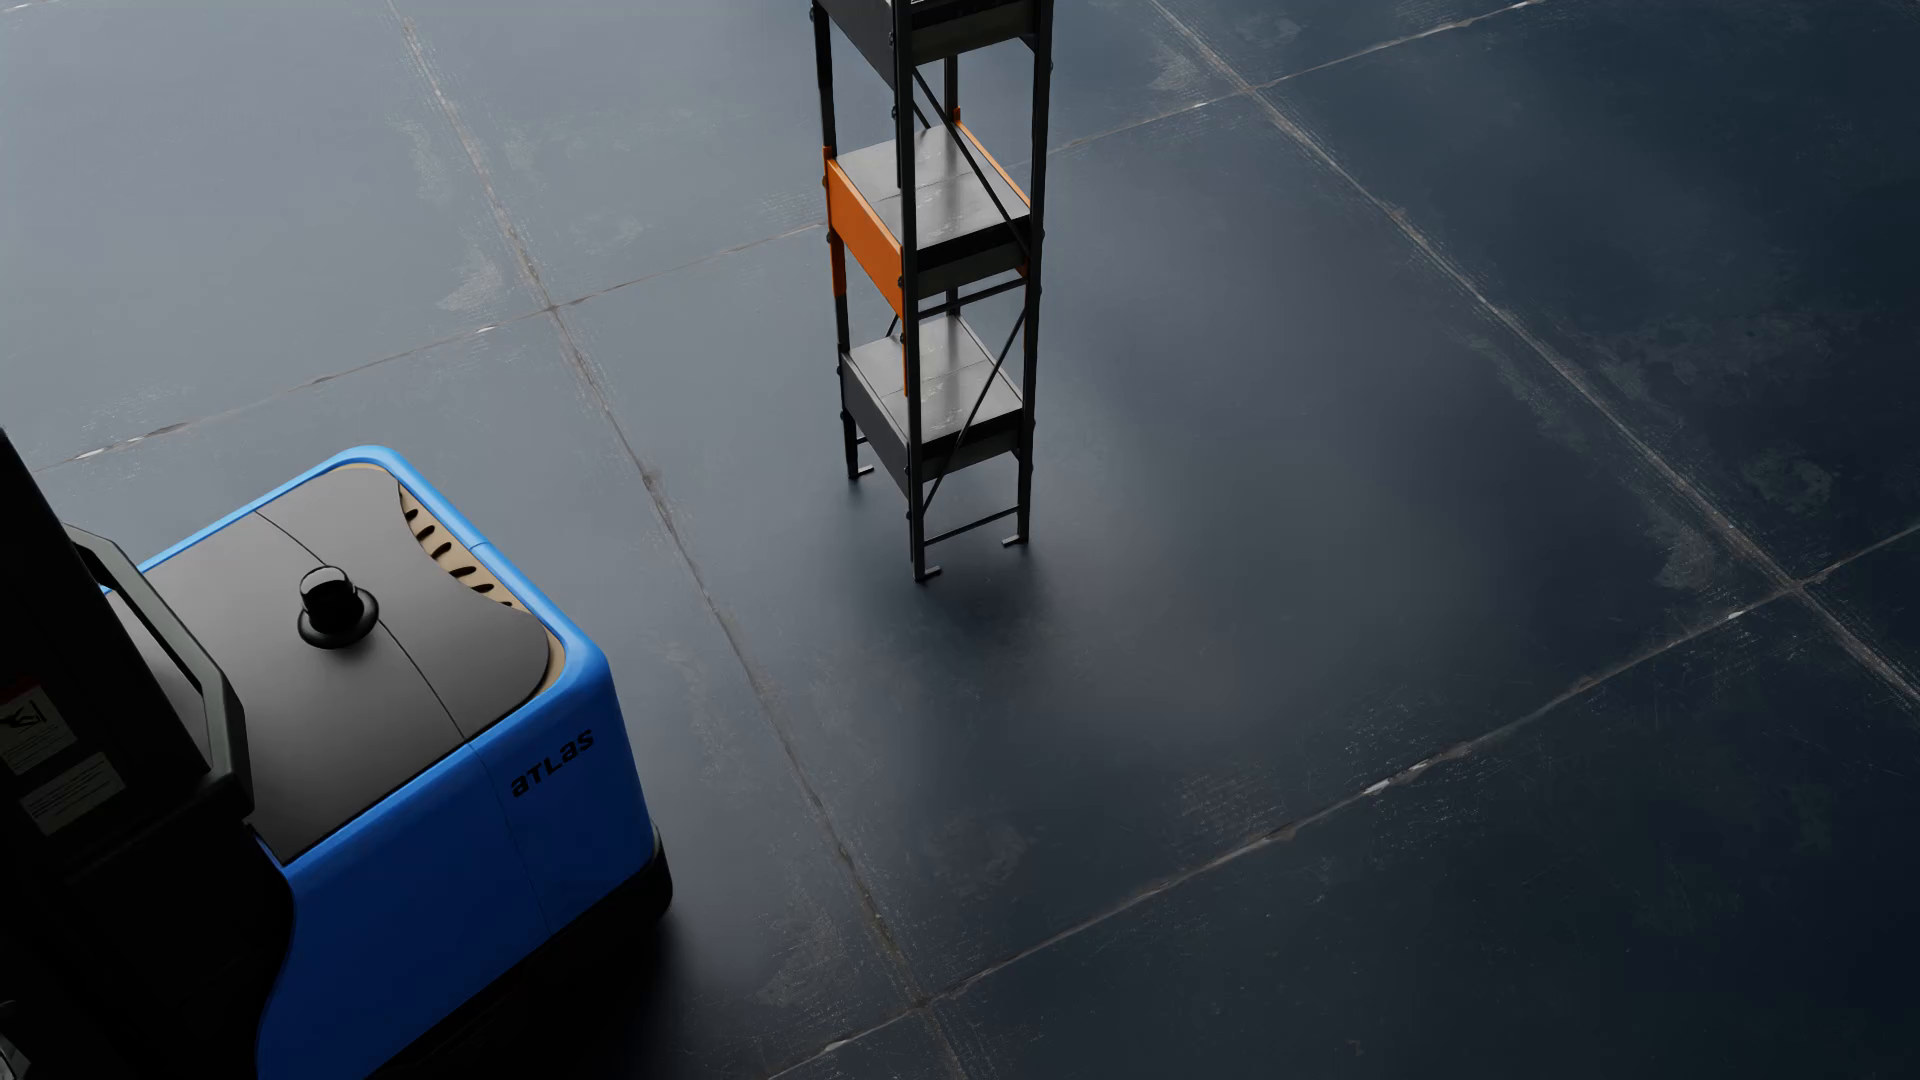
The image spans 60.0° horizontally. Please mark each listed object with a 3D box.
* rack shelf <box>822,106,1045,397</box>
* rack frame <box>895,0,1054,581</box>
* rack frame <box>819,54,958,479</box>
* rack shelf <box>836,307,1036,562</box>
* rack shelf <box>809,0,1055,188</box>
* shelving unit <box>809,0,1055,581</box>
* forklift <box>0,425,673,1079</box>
[{"bbox_3d":[-0.076,-0.793,4.567,0.431,0.518,0.480,-21,52,-18],"label":"rack shelf"},{"bbox_3d":[0.036,-0.639,4.414,0.400,2.100,0.015,-21,52,-18],"label":"rack frame"},{"bbox_3d":[-0.187,-0.965,4.699,0.400,2.100,0.015,-21,52,-18],"label":"rack frame"},{"bbox_3d":[-0.076,-0.332,5.094,0.431,0.518,0.480,-21,52,-18],"label":"rack shelf"},{"bbox_3d":[-0.076,-1.254,4.040,0.431,0.518,0.480,-21,52,-18],"label":"rack shelf"},{"bbox_3d":[-0.076,-0.802,4.557,0.431,2.100,0.503,-21,52,-18],"label":"shelving unit"},{"bbox_3d":[-2.162,0.515,2.852,3.031,2.935,1.130,-36,58,-27],"label":"forklift"}]
